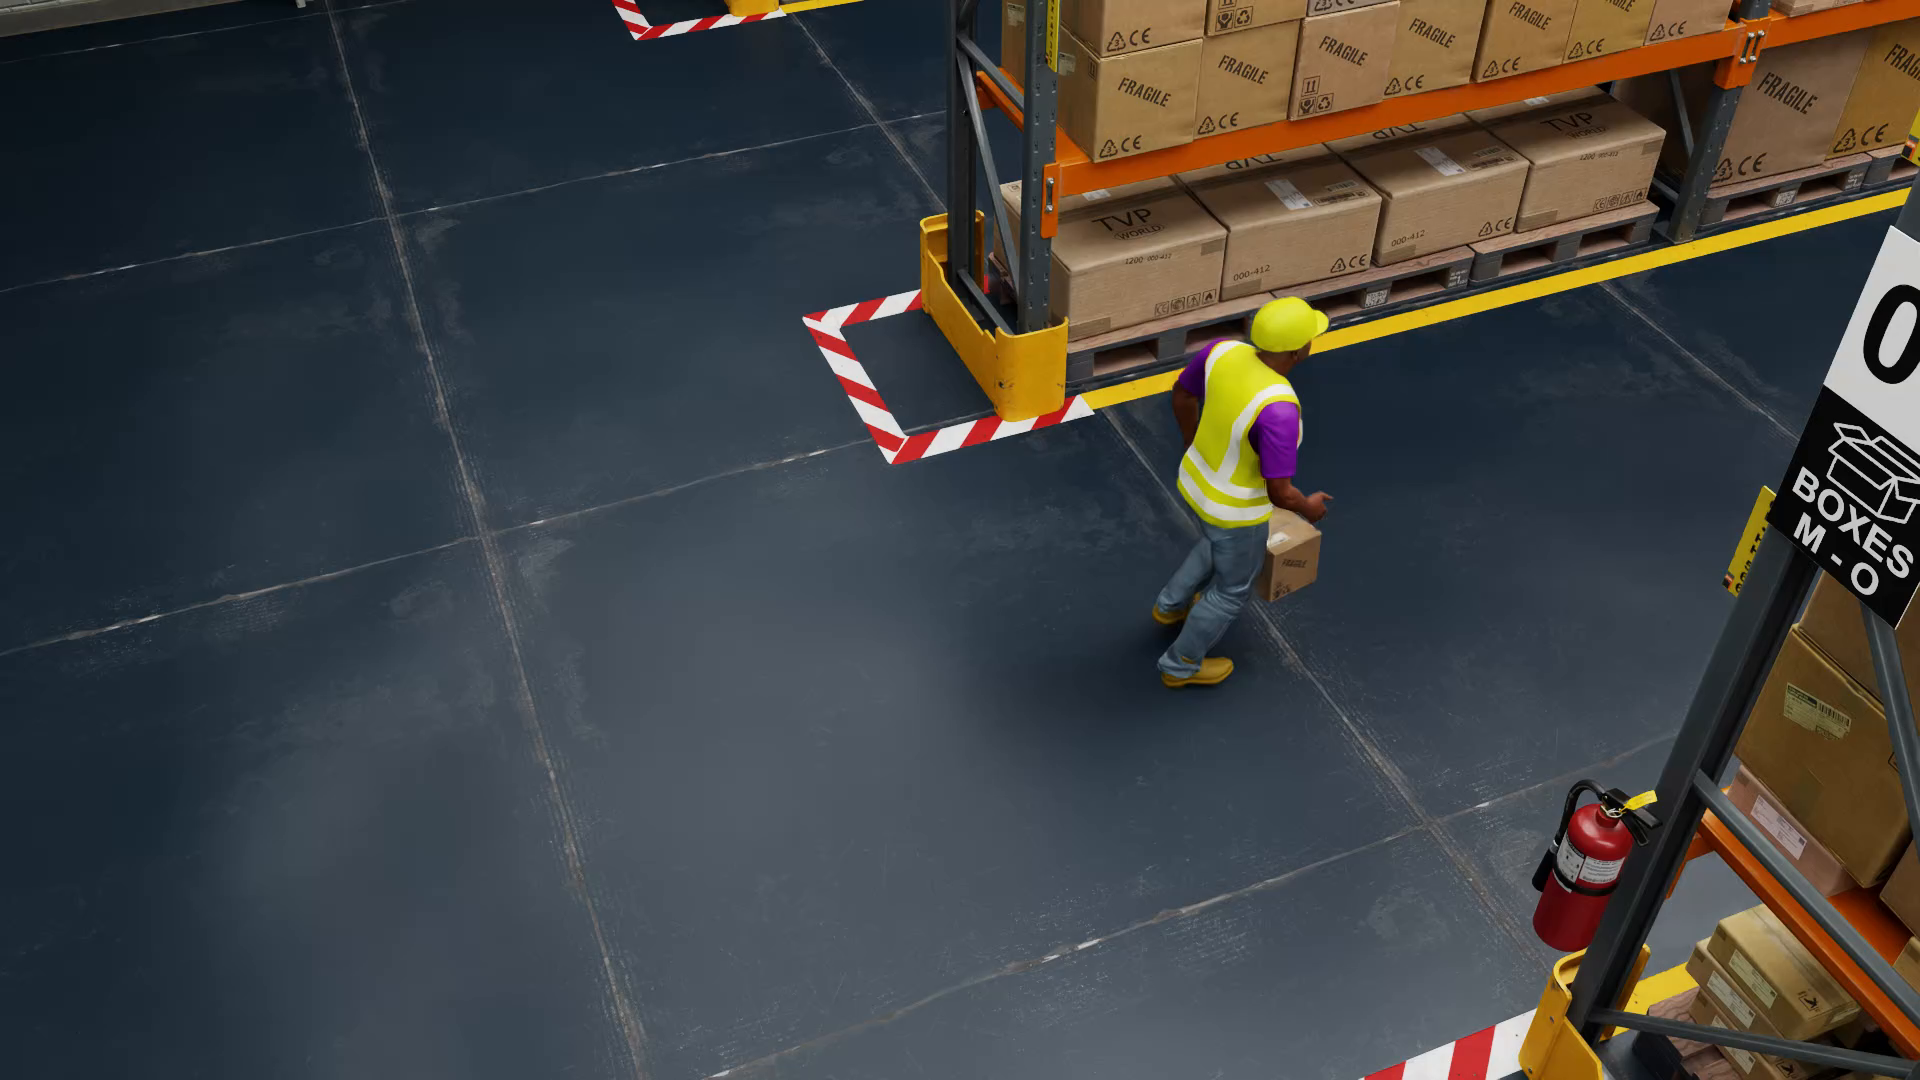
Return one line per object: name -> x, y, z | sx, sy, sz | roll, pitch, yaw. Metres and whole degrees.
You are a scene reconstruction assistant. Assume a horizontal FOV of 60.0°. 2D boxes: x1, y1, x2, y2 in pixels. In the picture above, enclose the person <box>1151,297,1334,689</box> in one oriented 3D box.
person -> 1.056, -0.186, 6.401 | 0.599, 1.703, 0.701 | -13, 43, -14
